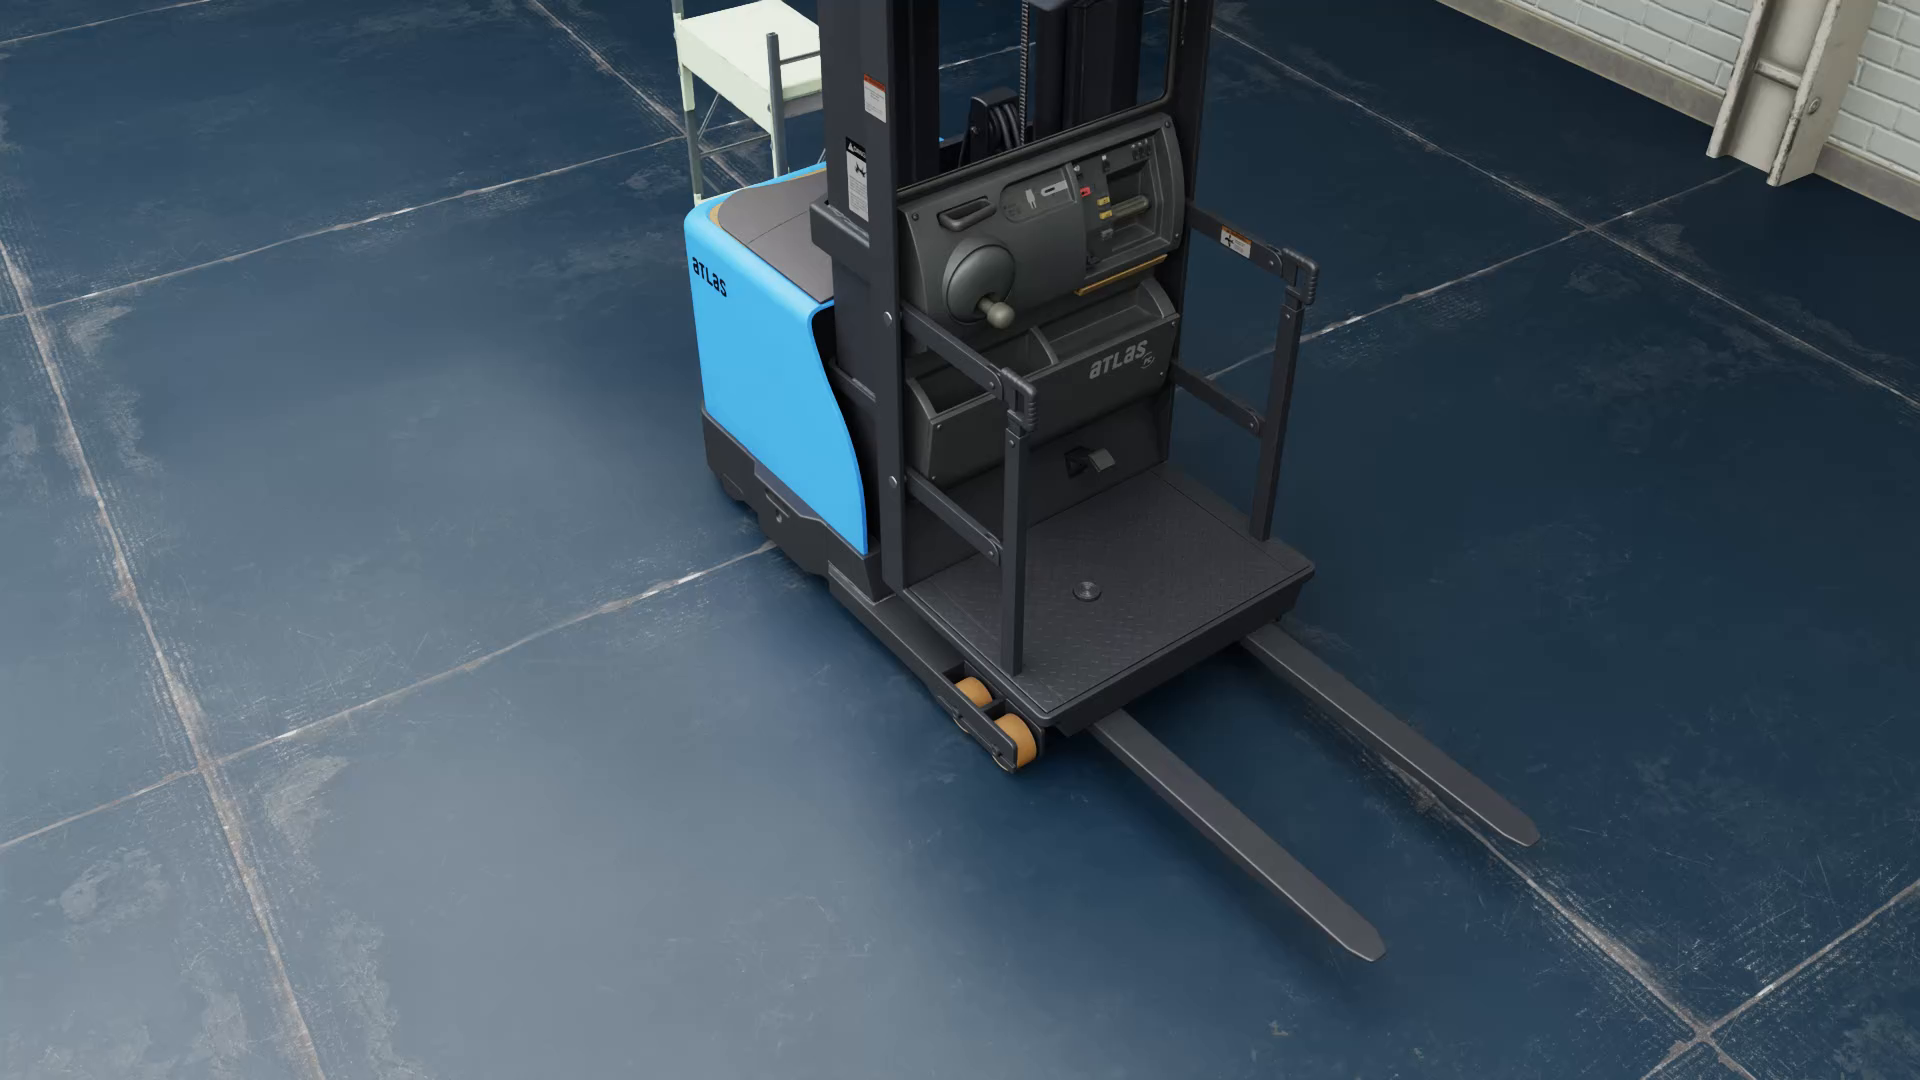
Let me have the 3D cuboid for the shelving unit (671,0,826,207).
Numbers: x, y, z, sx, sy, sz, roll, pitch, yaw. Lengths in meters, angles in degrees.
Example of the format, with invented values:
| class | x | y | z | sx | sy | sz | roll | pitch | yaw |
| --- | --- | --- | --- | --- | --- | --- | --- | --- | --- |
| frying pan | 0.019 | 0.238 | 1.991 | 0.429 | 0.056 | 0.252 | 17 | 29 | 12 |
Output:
| class | x | y | z | sx | sy | sz | roll | pitch | yaw |
| --- | --- | --- | --- | --- | --- | --- | --- | --- | --- |
| shelving unit | -0.655 | -1.319 | 6.161 | 0.431 | 1.500 | 0.755 | -23 | 45 | -25 |

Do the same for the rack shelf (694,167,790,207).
| class | x | y | z | sx | sy | sz | roll | pitch | yaw |
| --- | --- | --- | --- | --- | --- | --- | --- | --- | --- |
| rack shelf | -0.655 | -1.068 | 6.369 | 0.431 | 0.370 | 0.720 | -23 | 45 | -25 |

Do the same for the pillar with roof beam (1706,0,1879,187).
| class | x | y | z | sx | sy | sz | roll | pitch | yaw |
| --- | --- | --- | --- | --- | --- | --- | --- | --- | --- |
| pillar with roof beam | 0.178 | -3.772 | 3.248 | 9.100 | 9.000 | 0.400 | -22 | 45 | -24 |

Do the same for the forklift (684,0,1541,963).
| class | x | y | z | sx | sy | sz | roll | pitch | yaw |
| --- | --- | --- | --- | --- | --- | --- | --- | --- | --- |
| forklift | 0.380 | -0.804 | 4.426 | 1.130 | 2.935 | 3.031 | -26 | 46 | -28 |

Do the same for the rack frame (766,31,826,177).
| class | x | y | z | sx | sy | sz | roll | pitch | yaw |
| --- | --- | --- | --- | --- | --- | --- | --- | --- | --- |
| rack frame | -0.454 | -1.123 | 5.926 | 0.400 | 1.500 | 0.023 | -23 | 45 | -25 |

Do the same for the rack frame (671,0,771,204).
| class | x | y | z | sx | sy | sz | roll | pitch | yaw |
| --- | --- | --- | --- | --- | --- | --- | --- | --- | --- |
| rack frame | -0.856 | -1.514 | 6.396 | 0.400 | 1.500 | 0.023 | -23 | 45 | -25 |

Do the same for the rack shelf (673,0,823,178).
| class | x | y | z | sx | sy | sz | roll | pitch | yaw |
| --- | --- | --- | --- | --- | --- | --- | --- | --- | --- |
| rack shelf | -0.655 | -1.618 | 5.911 | 0.431 | 0.370 | 0.720 | -23 | 45 | -25 |
